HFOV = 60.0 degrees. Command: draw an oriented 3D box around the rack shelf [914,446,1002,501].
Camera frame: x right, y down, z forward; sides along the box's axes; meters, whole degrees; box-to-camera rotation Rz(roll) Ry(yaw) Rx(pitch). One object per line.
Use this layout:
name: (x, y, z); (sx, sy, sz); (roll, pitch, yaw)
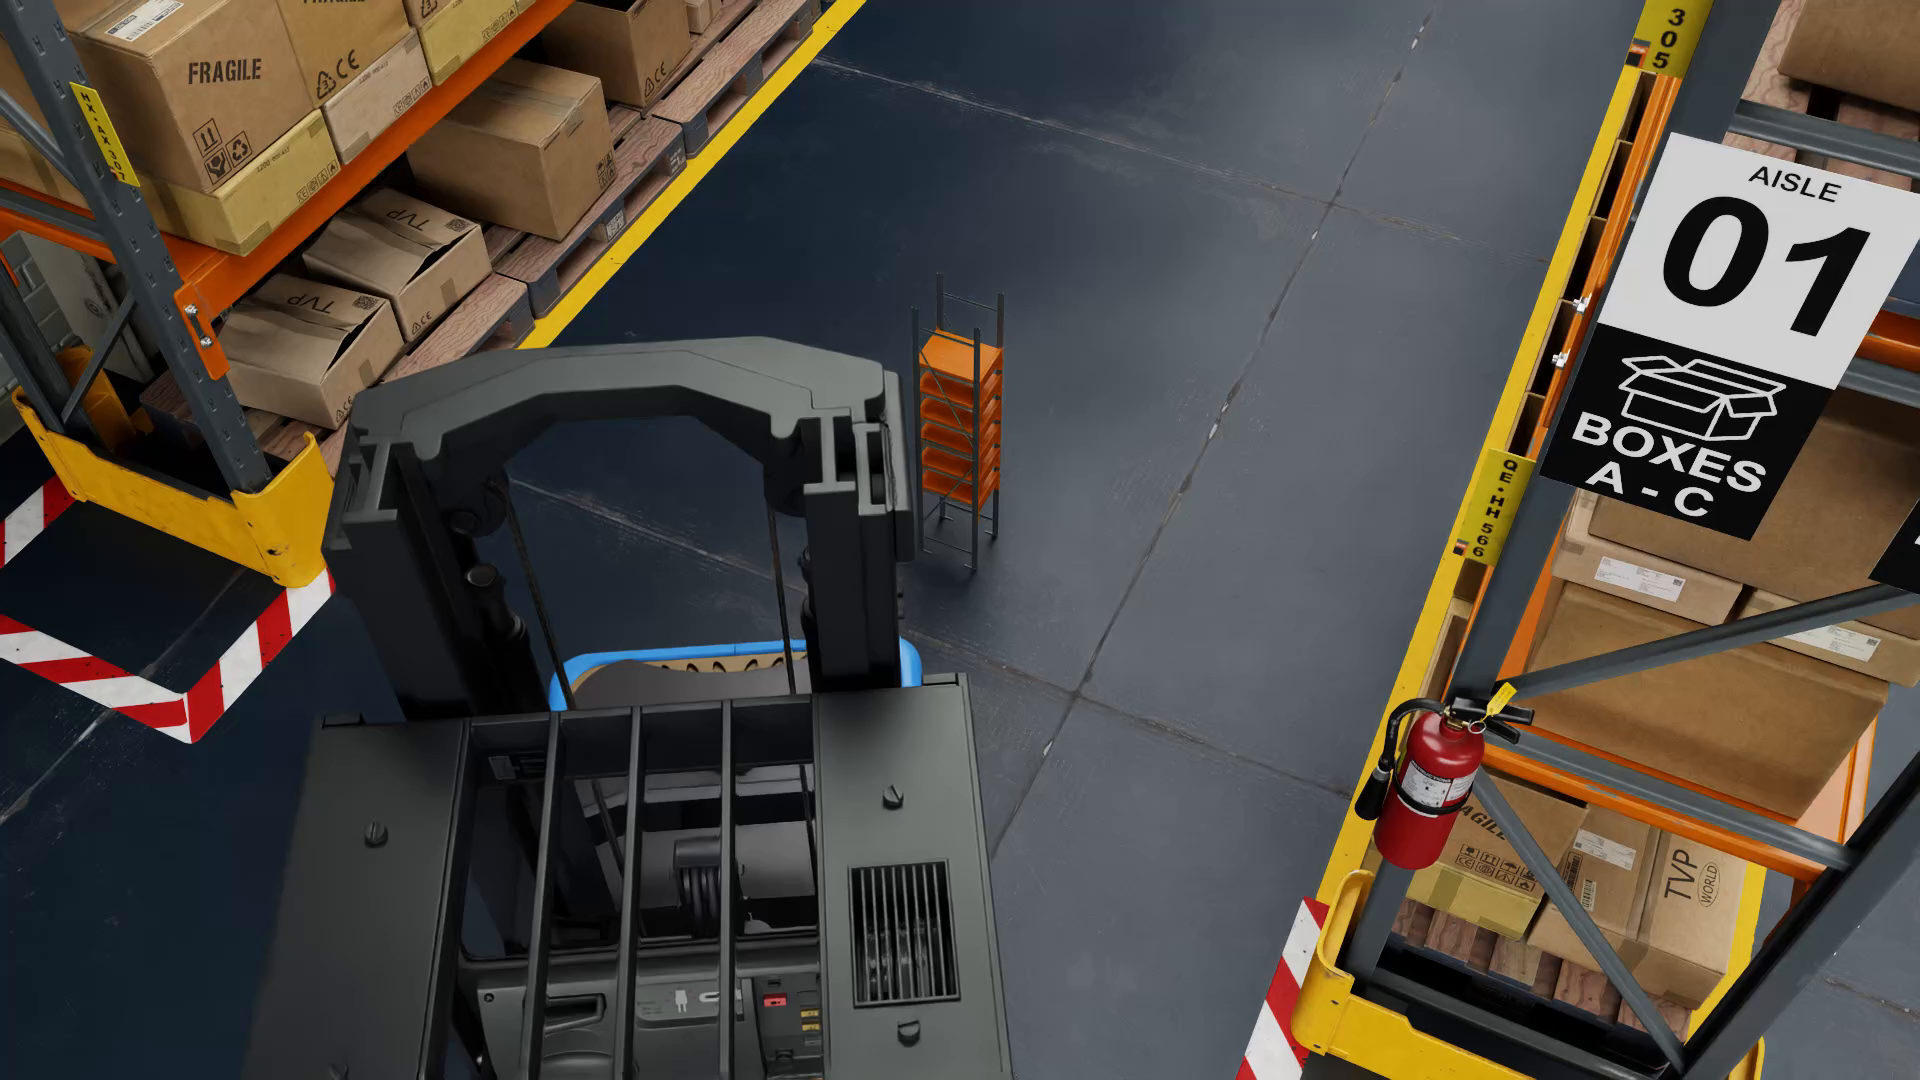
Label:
rack shelf: (-0.006, -0.272, 5.910); (0.258, 0.103, 0.180); (20, 52, 16)

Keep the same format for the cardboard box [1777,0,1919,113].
cardboard box: (1.832, -1.006, 2.731); (0.797, 0.503, 0.637); (23, 53, 18)

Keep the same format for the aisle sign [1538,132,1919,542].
aisle sign: (1.289, -0.317, 2.844); (0.394, 0.787, 0.004); (20, 52, 16)

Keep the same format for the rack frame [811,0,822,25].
rack frame: (-1.189, -3.788, 7.504); (1.000, 3.000, 0.127); (20, 52, 16)

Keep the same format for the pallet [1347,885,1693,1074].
pallet: (1.872, 0.939, 5.312); (1.003, 0.211, 1.213); (20, 52, 16)

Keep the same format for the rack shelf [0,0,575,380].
rack shelf: (-2.043, -2.178, 6.606); (1.077, 0.370, 4.000); (20, 52, 16)

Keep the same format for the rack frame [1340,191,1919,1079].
rack frame: (1.583, 0.575, 3.791); (1.000, 3.000, 0.127); (20, 52, 16)

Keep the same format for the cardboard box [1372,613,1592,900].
cardboard box: (1.543, 0.621, 4.789); (0.500, 0.500, 0.500); (20, 52, 16)

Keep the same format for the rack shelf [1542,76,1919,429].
rack shelf: (2.437, -1.541, 4.094); (1.077, 0.370, 4.000); (20, 52, 16)

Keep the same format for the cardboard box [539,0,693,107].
cardboard box: (-1.596, -2.393, 7.669); (0.500, 0.500, 0.500); (16, 52, 13)

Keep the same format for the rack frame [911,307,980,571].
rack frame: (-0.045, -0.316, 5.731); (0.240, 1.200, 0.006); (20, 52, 16)

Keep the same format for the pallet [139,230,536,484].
pallet: (-2.486, -0.730, 6.733); (1.003, 0.211, 1.213); (20, 52, 16)

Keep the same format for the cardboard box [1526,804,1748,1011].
cardboard box: (2.013, 1.033, 4.931); (0.500, 0.250, 0.500); (20, 52, 16)

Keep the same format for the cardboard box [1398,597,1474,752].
cardboard box: (1.748, 0.517, 5.370); (0.500, 0.250, 0.500); (20, 52, 16)

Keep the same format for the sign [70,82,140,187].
sign: (-2.407, -1.138, 4.680); (0.100, 0.325, 0.005); (20, 52, 16)

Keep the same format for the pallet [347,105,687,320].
pallet: (-1.963, -1.567, 7.445); (1.003, 0.211, 1.213); (20, 52, 16)

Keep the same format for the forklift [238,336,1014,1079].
forklift: (-0.500, 1.153, 3.344); (1.130, 2.935, 3.031); (-4, 50, -3)

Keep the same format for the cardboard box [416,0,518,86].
cardboard box: (-1.970, -1.935, 6.013); (0.500, 0.250, 0.500); (19, 52, 16)

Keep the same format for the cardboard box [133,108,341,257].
cardboard box: (-2.402, -1.224, 5.408); (0.500, 0.250, 0.500); (18, 52, 15)

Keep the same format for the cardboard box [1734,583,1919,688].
cardboard box: (1.945, 0.133, 3.676); (0.380, 0.149, 0.250); (19, 52, 16)

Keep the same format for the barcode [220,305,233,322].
barcode: (-2.874, -0.898, 6.515); (0.001, 0.075, 0.075); (20, 52, 16)

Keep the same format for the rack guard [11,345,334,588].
rack guard: (-2.865, -0.276, 6.157); (1.175, 0.500, 0.348); (20, 52, 16)

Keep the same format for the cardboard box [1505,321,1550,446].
cardboard box: (2.383, -0.518, 6.251); (0.500, 0.250, 0.500); (20, 52, 16)

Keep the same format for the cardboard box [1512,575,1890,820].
cardboard box: (1.794, 0.226, 4.023); (0.700, 0.500, 0.500); (20, 52, 16)

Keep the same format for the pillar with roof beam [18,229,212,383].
pillar with roof beam: (0.512, -2.341, 2.333); (9.100, 9.000, 0.400); (20, 52, 16)

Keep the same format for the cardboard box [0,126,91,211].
cardboard box: (-2.873, -1.377, 5.537); (0.500, 0.250, 0.500); (20, 53, 17)

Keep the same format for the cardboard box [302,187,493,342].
cardboard box: (-2.277, -1.145, 6.731); (0.500, 0.311, 0.500); (24, 54, 19)

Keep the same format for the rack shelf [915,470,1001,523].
rack shelf: (-0.006, -0.195, 6.001); (0.258, 0.103, 0.180); (20, 52, 16)

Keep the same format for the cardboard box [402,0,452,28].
cardboard box: (-1.975, -2.156, 5.708); (0.500, 0.500, 0.500); (18, 52, 15)

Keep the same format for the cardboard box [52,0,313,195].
cardboard box: (-2.422, -1.466, 5.121); (0.500, 0.500, 0.500); (20, 52, 16)

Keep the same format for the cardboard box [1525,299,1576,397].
cardboard box: (2.172, -0.416, 5.672); (0.500, 0.500, 0.500); (20, 52, 16)

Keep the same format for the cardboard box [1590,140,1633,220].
cardboard box: (2.604, -1.103, 6.256); (0.500, 0.500, 0.500); (20, 52, 16)

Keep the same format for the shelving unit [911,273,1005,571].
shelving unit: (-0.006, -0.379, 5.785); (0.258, 1.200, 0.189); (20, 52, 16)

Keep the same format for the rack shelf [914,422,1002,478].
rack shelf: (-0.006, -0.350, 5.818); (0.258, 0.103, 0.180); (20, 52, 16)
